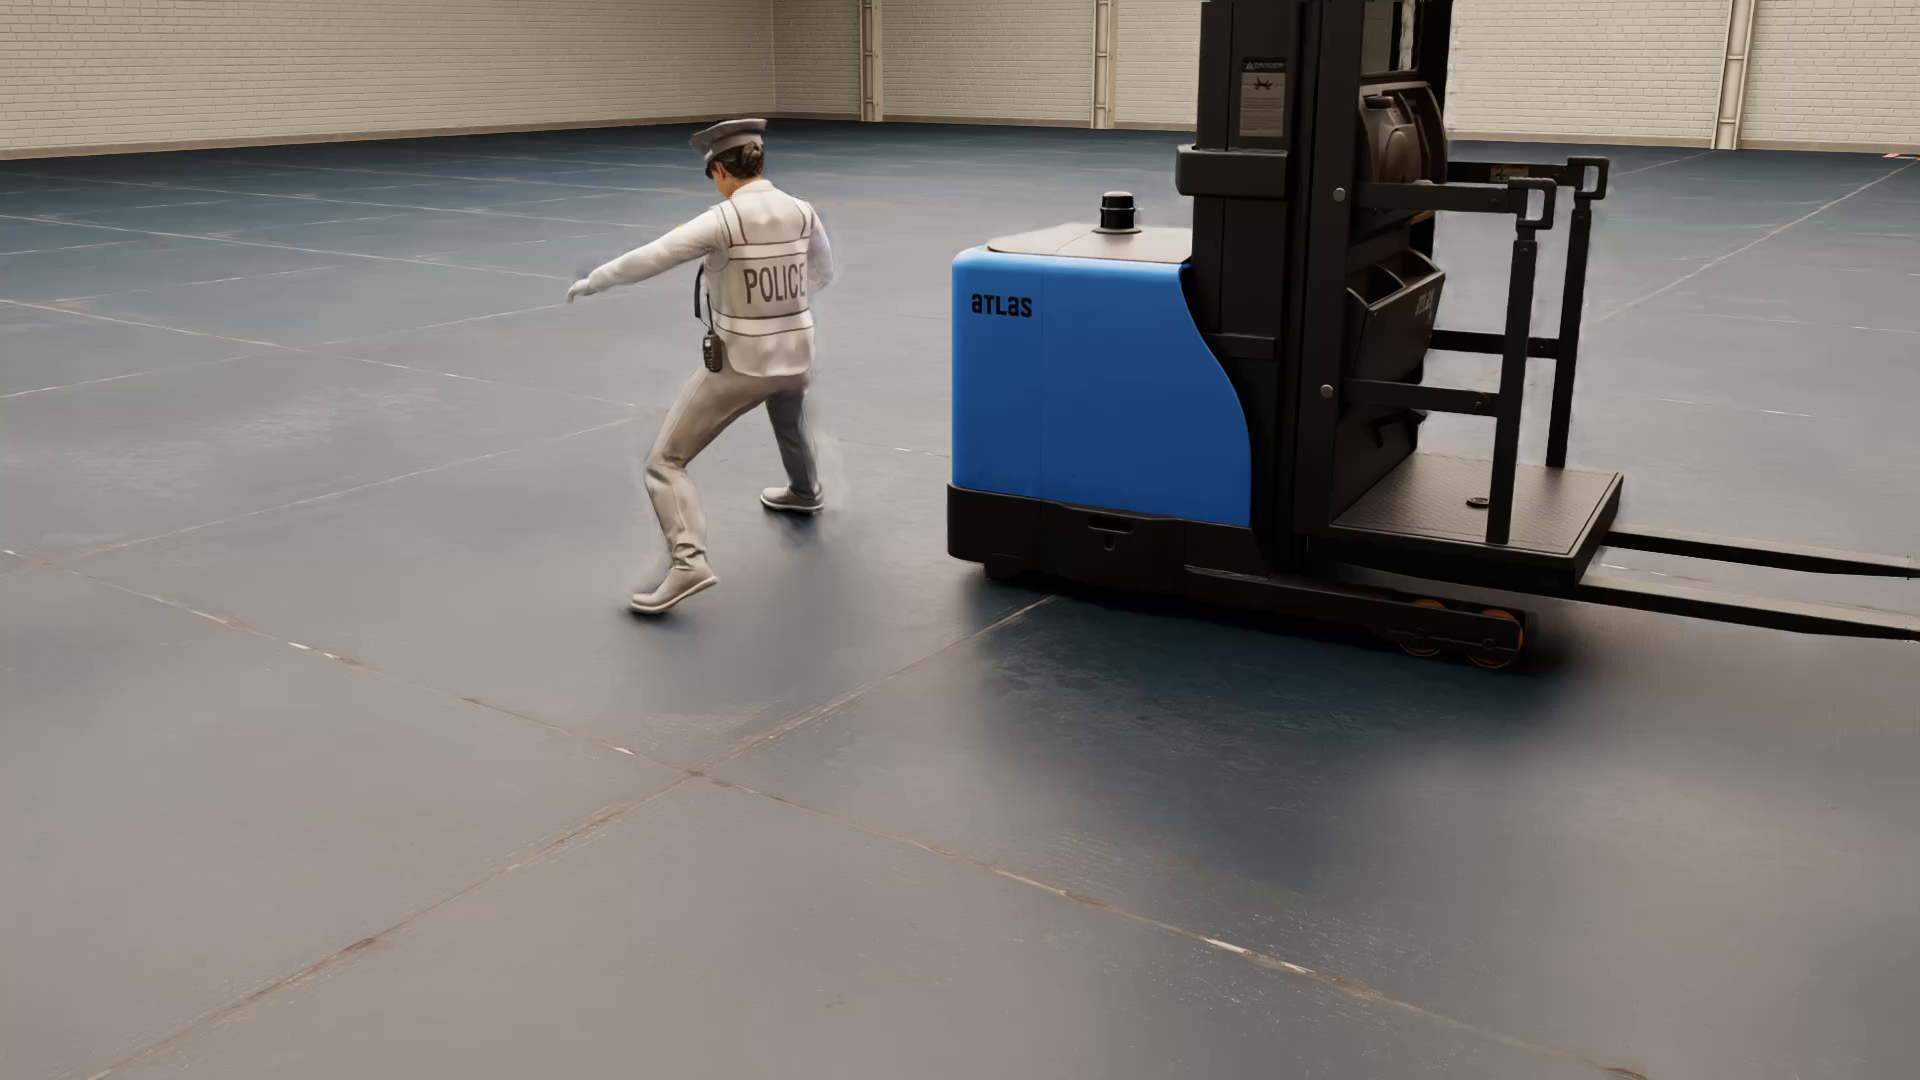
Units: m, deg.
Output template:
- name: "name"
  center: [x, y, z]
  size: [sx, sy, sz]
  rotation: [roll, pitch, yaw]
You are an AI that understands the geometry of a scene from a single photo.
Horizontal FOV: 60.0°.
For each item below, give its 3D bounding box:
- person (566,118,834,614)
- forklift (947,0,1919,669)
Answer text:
- name: "person"
  center: [-0.796, -0.644, 5.544]
  size: [1.176, 1.481, 0.910]
  rotation: [-15, 23, -42]
- name: "forklift"
  center: [1.504, -1.212, 4.887]
  size: [3.031, 2.935, 1.130]
  rotation: [9, 19, 27]
